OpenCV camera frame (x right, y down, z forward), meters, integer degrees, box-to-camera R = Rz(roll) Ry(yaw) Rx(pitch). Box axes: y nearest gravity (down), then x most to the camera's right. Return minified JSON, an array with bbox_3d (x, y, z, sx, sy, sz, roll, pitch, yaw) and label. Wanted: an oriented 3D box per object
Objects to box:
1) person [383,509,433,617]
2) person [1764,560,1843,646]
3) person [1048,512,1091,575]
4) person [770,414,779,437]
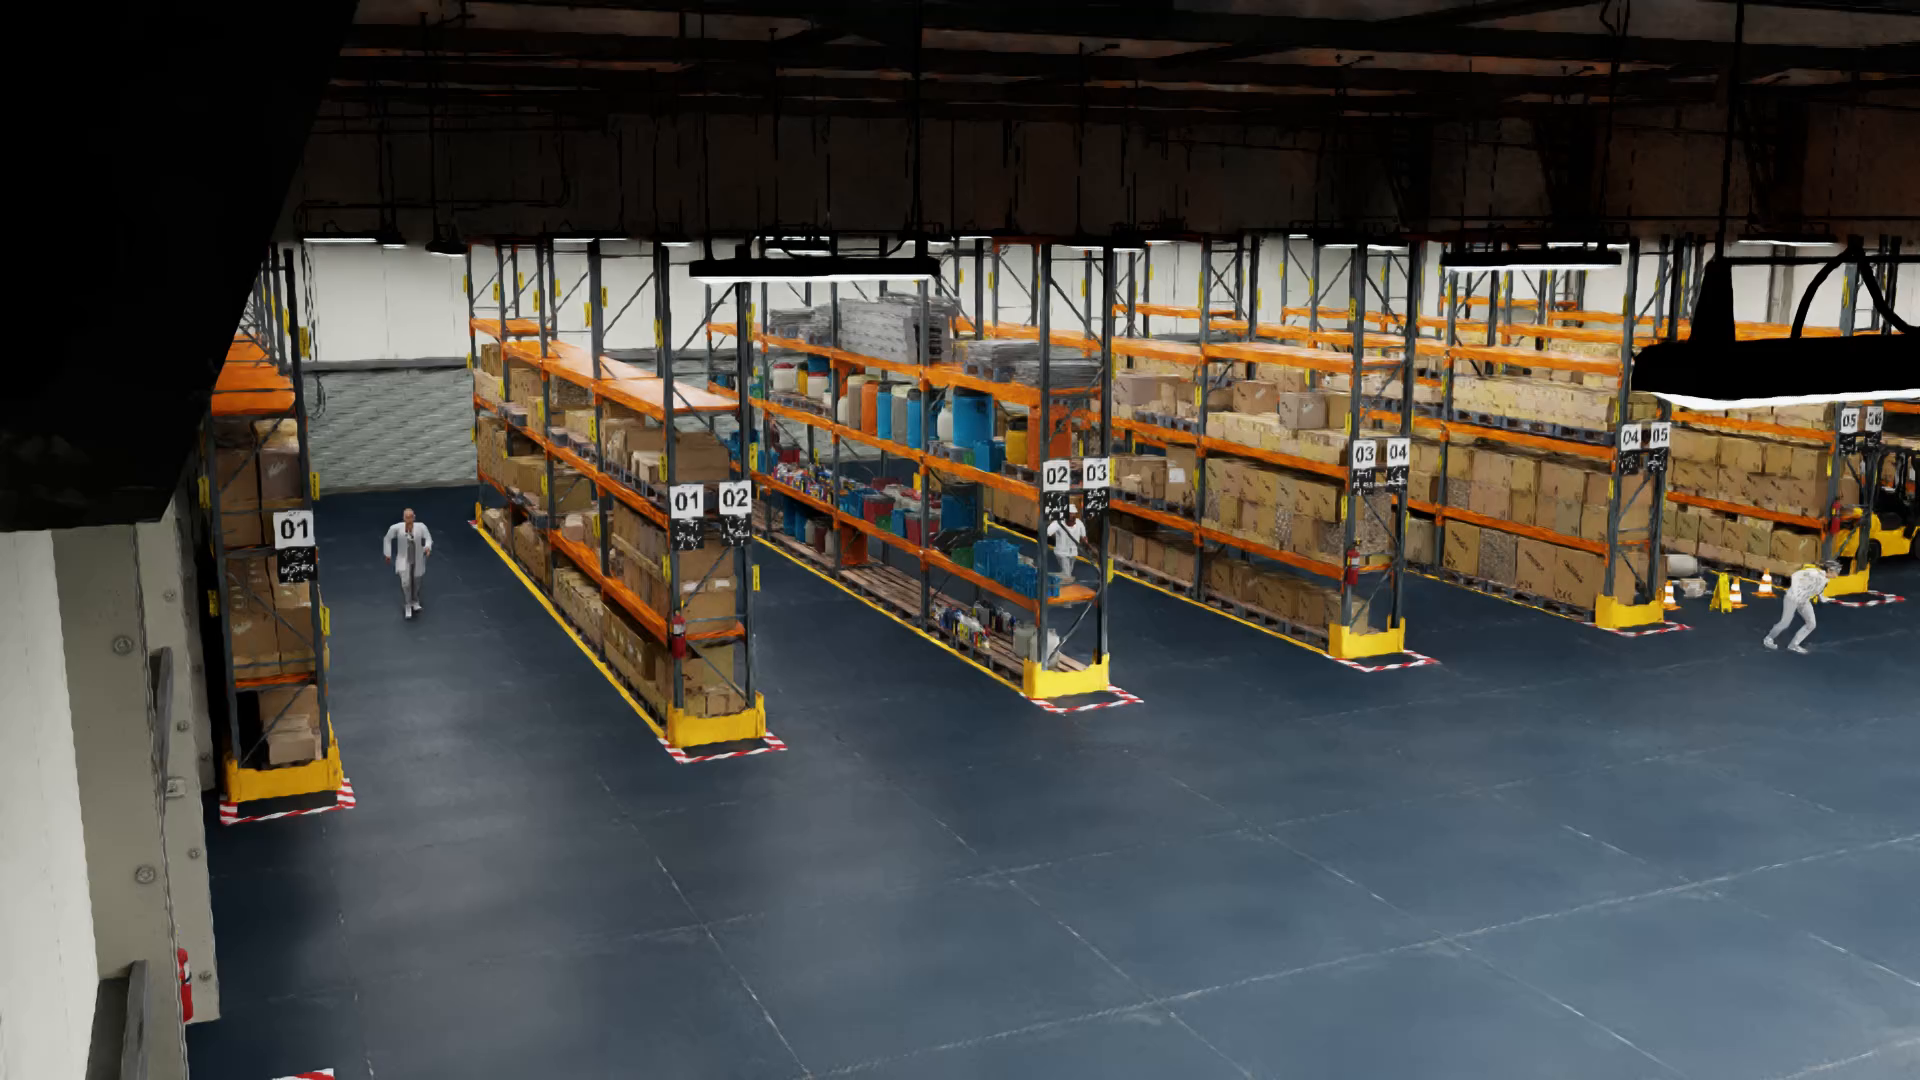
[{"bbox_3d":[-8.904,0.327,26.917,0.739,1.721,0.871,-6,12,-28],"label":"person"},{"bbox_3d":[12.508,0.913,24.606,0.573,1.343,0.892,-7,13,-30],"label":"person"},{"bbox_3d":[1.759,0.210,27.494,0.743,1.602,0.834,-6,12,-28],"label":"person"},{"bbox_3d":[-4.409,-2.446,39.151,0.405,1.048,0.583,3,11,15],"label":"person"}]
